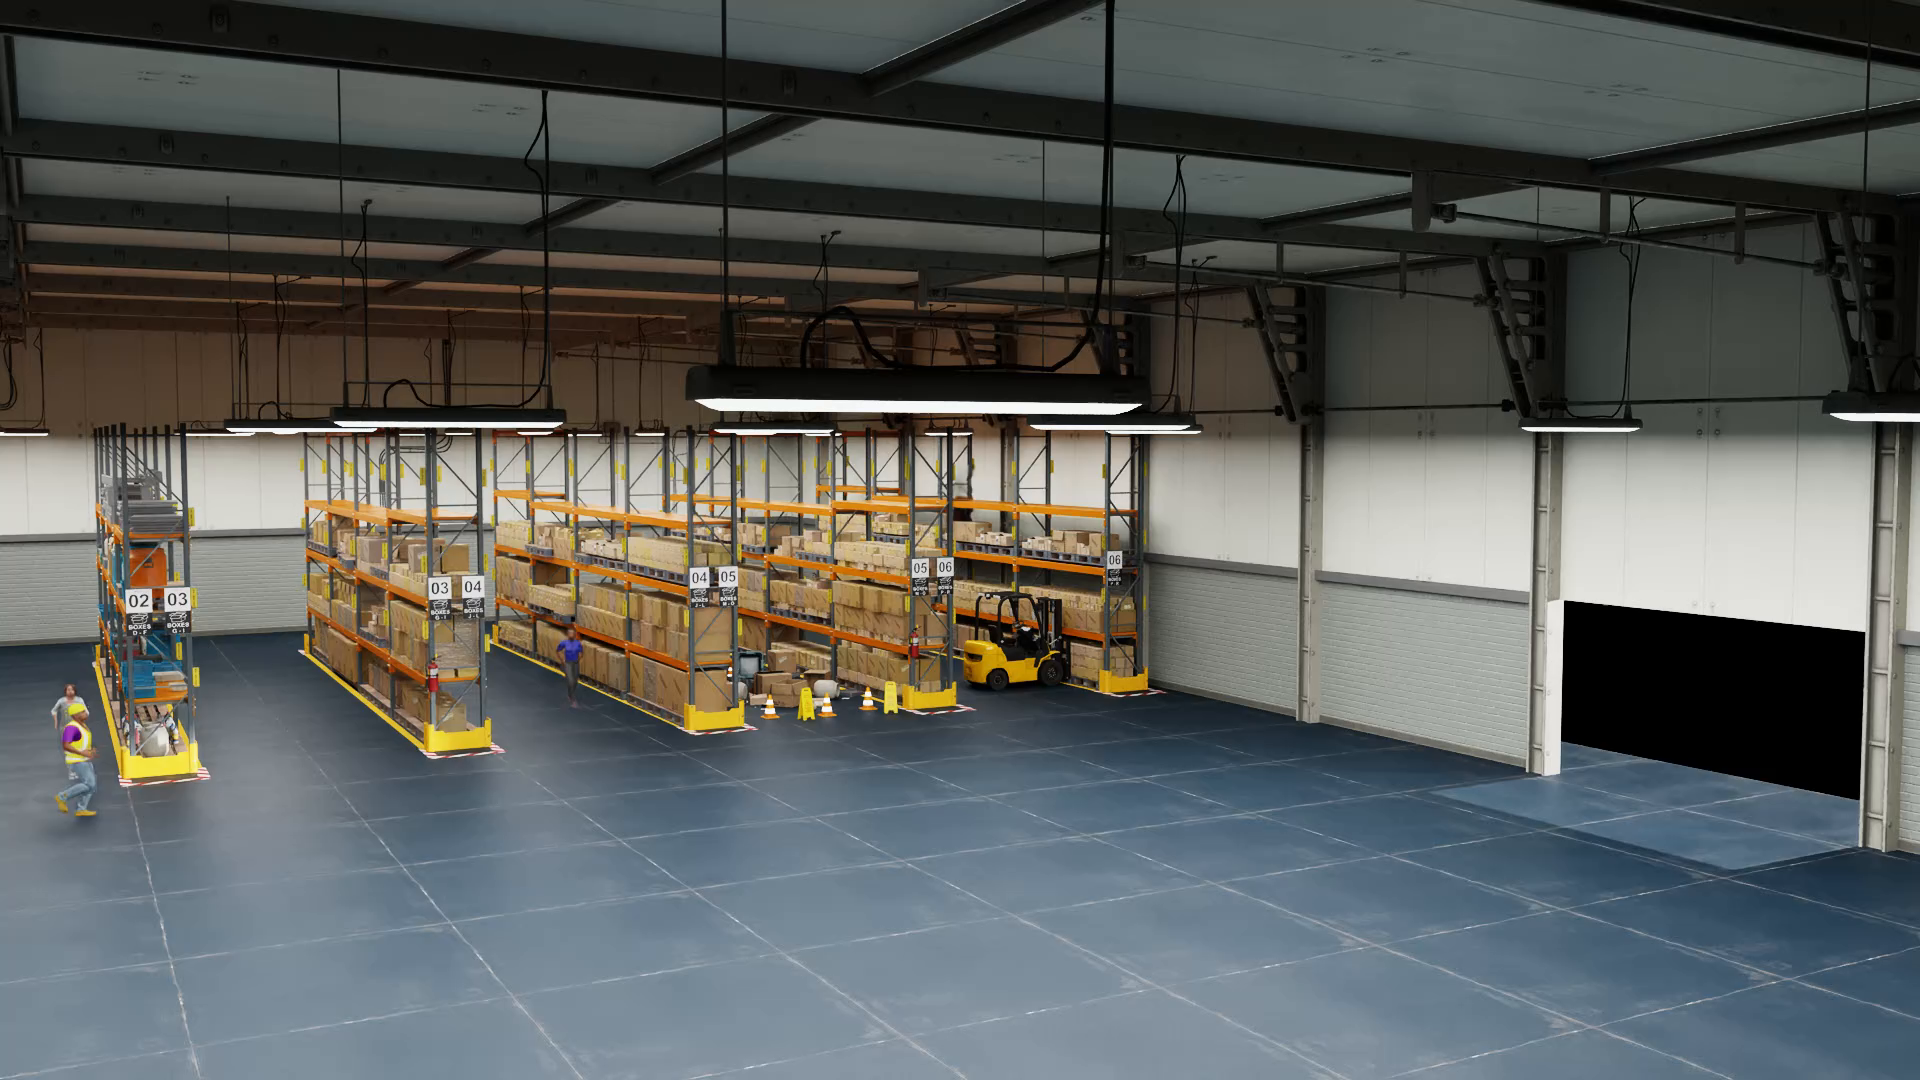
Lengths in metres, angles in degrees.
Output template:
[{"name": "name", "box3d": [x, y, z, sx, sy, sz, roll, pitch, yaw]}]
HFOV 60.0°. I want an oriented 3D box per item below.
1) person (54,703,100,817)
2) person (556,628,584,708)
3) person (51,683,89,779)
[{"name": "person", "box3d": [-13.383, 3.332, 25.183, 0.583, 1.720, 0.691, -1, 4, -16]}, {"name": "person", "box3d": [-8.347, 2.726, 35.729, 0.591, 1.657, 0.816, -2, 4, -33]}, {"name": "person", "box3d": [-15.045, 3.210, 28.139, 0.548, 1.560, 0.882, -2, 4, -31]}]
